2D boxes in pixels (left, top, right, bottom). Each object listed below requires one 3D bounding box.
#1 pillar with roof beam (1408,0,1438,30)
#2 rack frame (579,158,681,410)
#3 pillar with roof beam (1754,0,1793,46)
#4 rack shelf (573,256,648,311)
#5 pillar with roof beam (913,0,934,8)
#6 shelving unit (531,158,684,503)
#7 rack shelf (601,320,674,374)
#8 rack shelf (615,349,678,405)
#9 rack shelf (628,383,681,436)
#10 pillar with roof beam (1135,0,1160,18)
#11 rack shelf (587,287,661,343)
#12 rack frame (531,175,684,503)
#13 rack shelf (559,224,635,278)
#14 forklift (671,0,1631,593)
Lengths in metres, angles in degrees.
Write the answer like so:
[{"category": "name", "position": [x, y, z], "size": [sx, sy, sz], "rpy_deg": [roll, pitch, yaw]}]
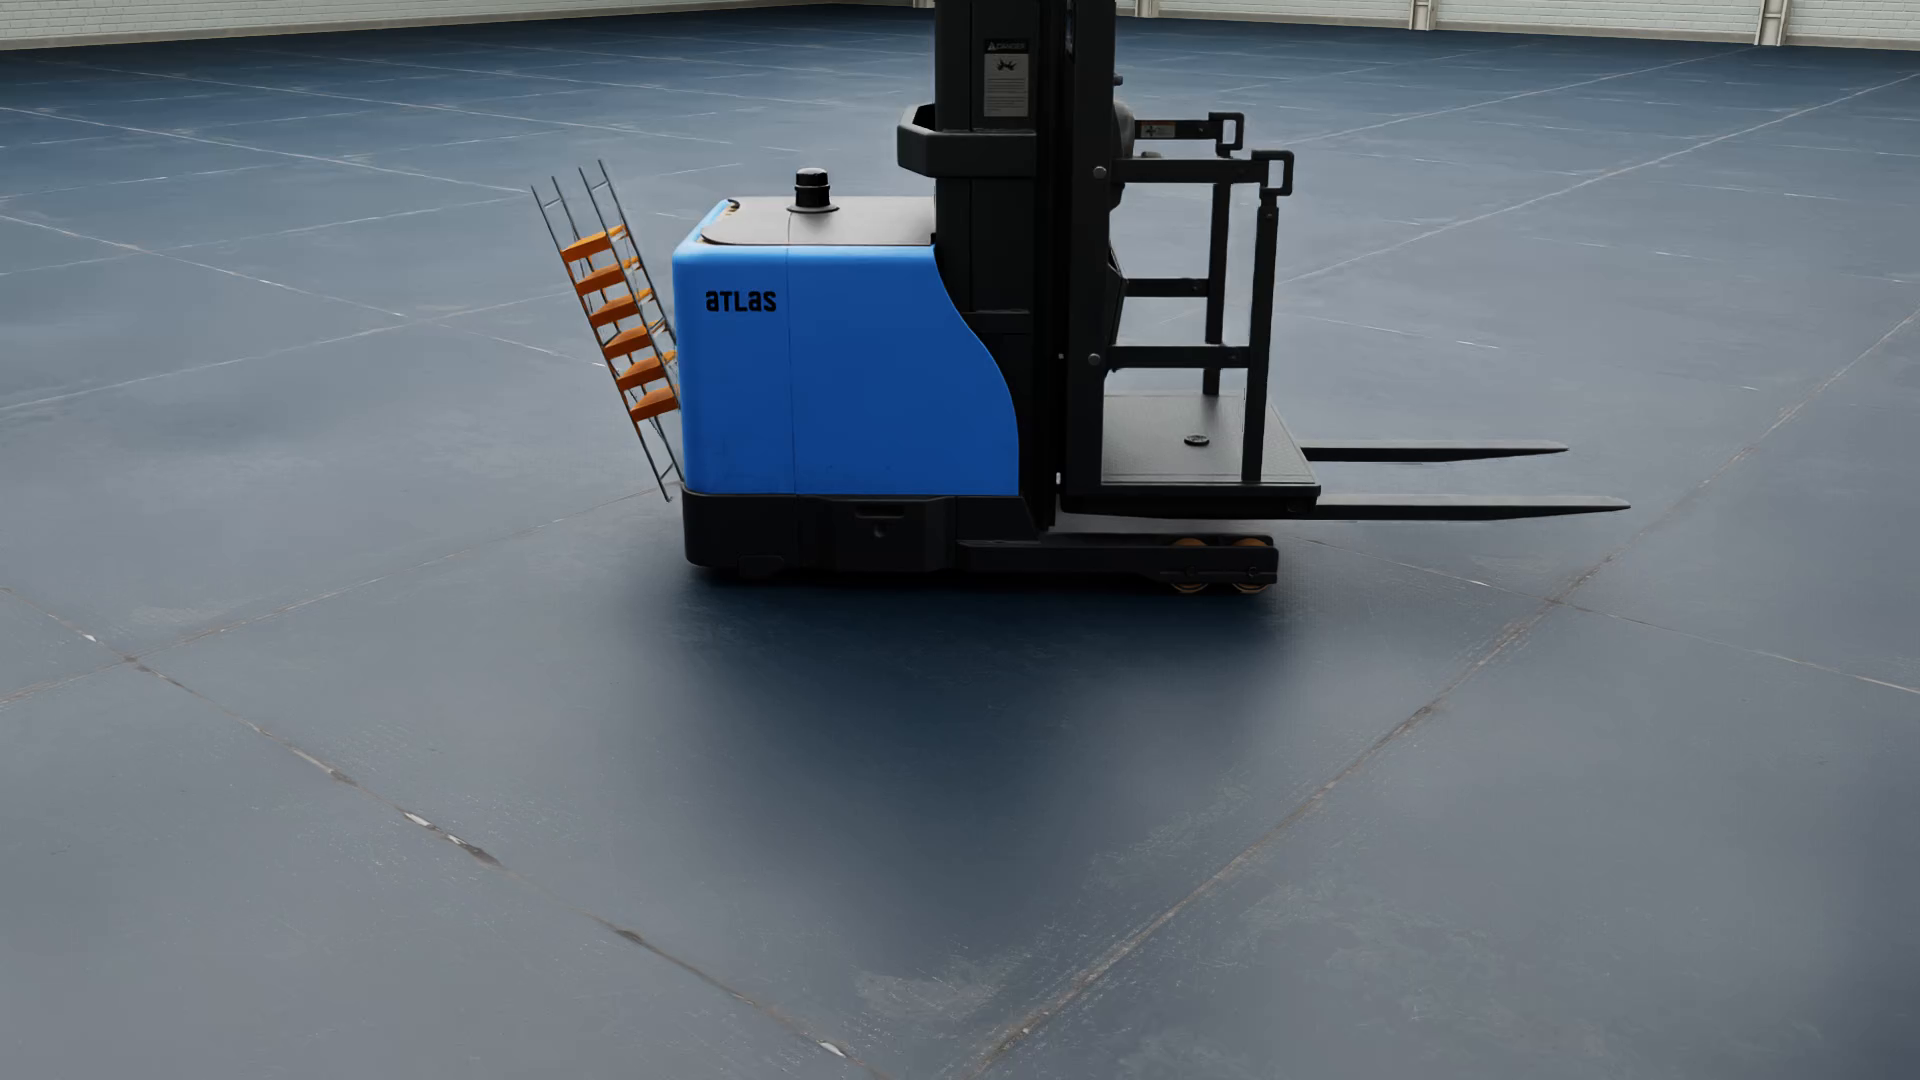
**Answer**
[{"category": "pillar with roof beam", "position": [5.757, -12.403, 25.804], "size": [0.400, 9.000, 9.100], "rpy_deg": [16, 26, 36]}, {"category": "rack frame", "position": [-1.076, -0.765, 5.915], "size": [0.006, 1.200, 0.240], "rpy_deg": [-17, 18, 11]}, {"category": "pillar with roof beam", "position": [10.405, -11.064, 22.254], "size": [0.400, 9.000, 9.100], "rpy_deg": [16, 26, 36]}, {"category": "rack shelf", "position": [-1.227, -0.913, 5.874], "size": [0.180, 0.103, 0.258], "rpy_deg": [-17, 18, 11]}, {"category": "pillar with roof beam", "position": [-3.540, -15.080, 32.904], "size": [0.400, 9.000, 9.100], "rpy_deg": [16, 26, 36]}, {"category": "shelving unit", "position": [-1.162, -0.739, 5.933], "size": [0.189, 1.200, 0.258], "rpy_deg": [-17, 18, 11]}, {"category": "rack shelf", "position": [-1.147, -0.699, 5.947], "size": [0.180, 0.103, 0.258], "rpy_deg": [-17, 18, 11]}, {"category": "rack shelf", "position": [-1.107, -0.592, 5.983], "size": [0.180, 0.103, 0.258], "rpy_deg": [-17, 18, 11]}, {"category": "rack shelf", "position": [-1.067, -0.485, 6.020], "size": [0.180, 0.103, 0.258], "rpy_deg": [-17, 18, 11]}, {"category": "pillar with roof beam", "position": [1.108, -13.741, 29.354], "size": [0.400, 9.000, 9.100], "rpy_deg": [16, 26, 36]}, {"category": "rack shelf", "position": [-1.187, -0.806, 5.910], "size": [0.180, 0.103, 0.258], "rpy_deg": [-17, 18, 11]}, {"category": "rack frame", "position": [-1.248, -0.713, 5.952], "size": [0.006, 1.200, 0.240], "rpy_deg": [-17, 18, 11]}, {"category": "rack shelf", "position": [-1.268, -1.020, 5.837], "size": [0.180, 0.103, 0.258], "rpy_deg": [-17, 18, 11]}, {"category": "forklift", "position": [0.641, -1.395, 5.215], "size": [3.031, 2.935, 1.130], "rpy_deg": [0, 21, 1]}]
